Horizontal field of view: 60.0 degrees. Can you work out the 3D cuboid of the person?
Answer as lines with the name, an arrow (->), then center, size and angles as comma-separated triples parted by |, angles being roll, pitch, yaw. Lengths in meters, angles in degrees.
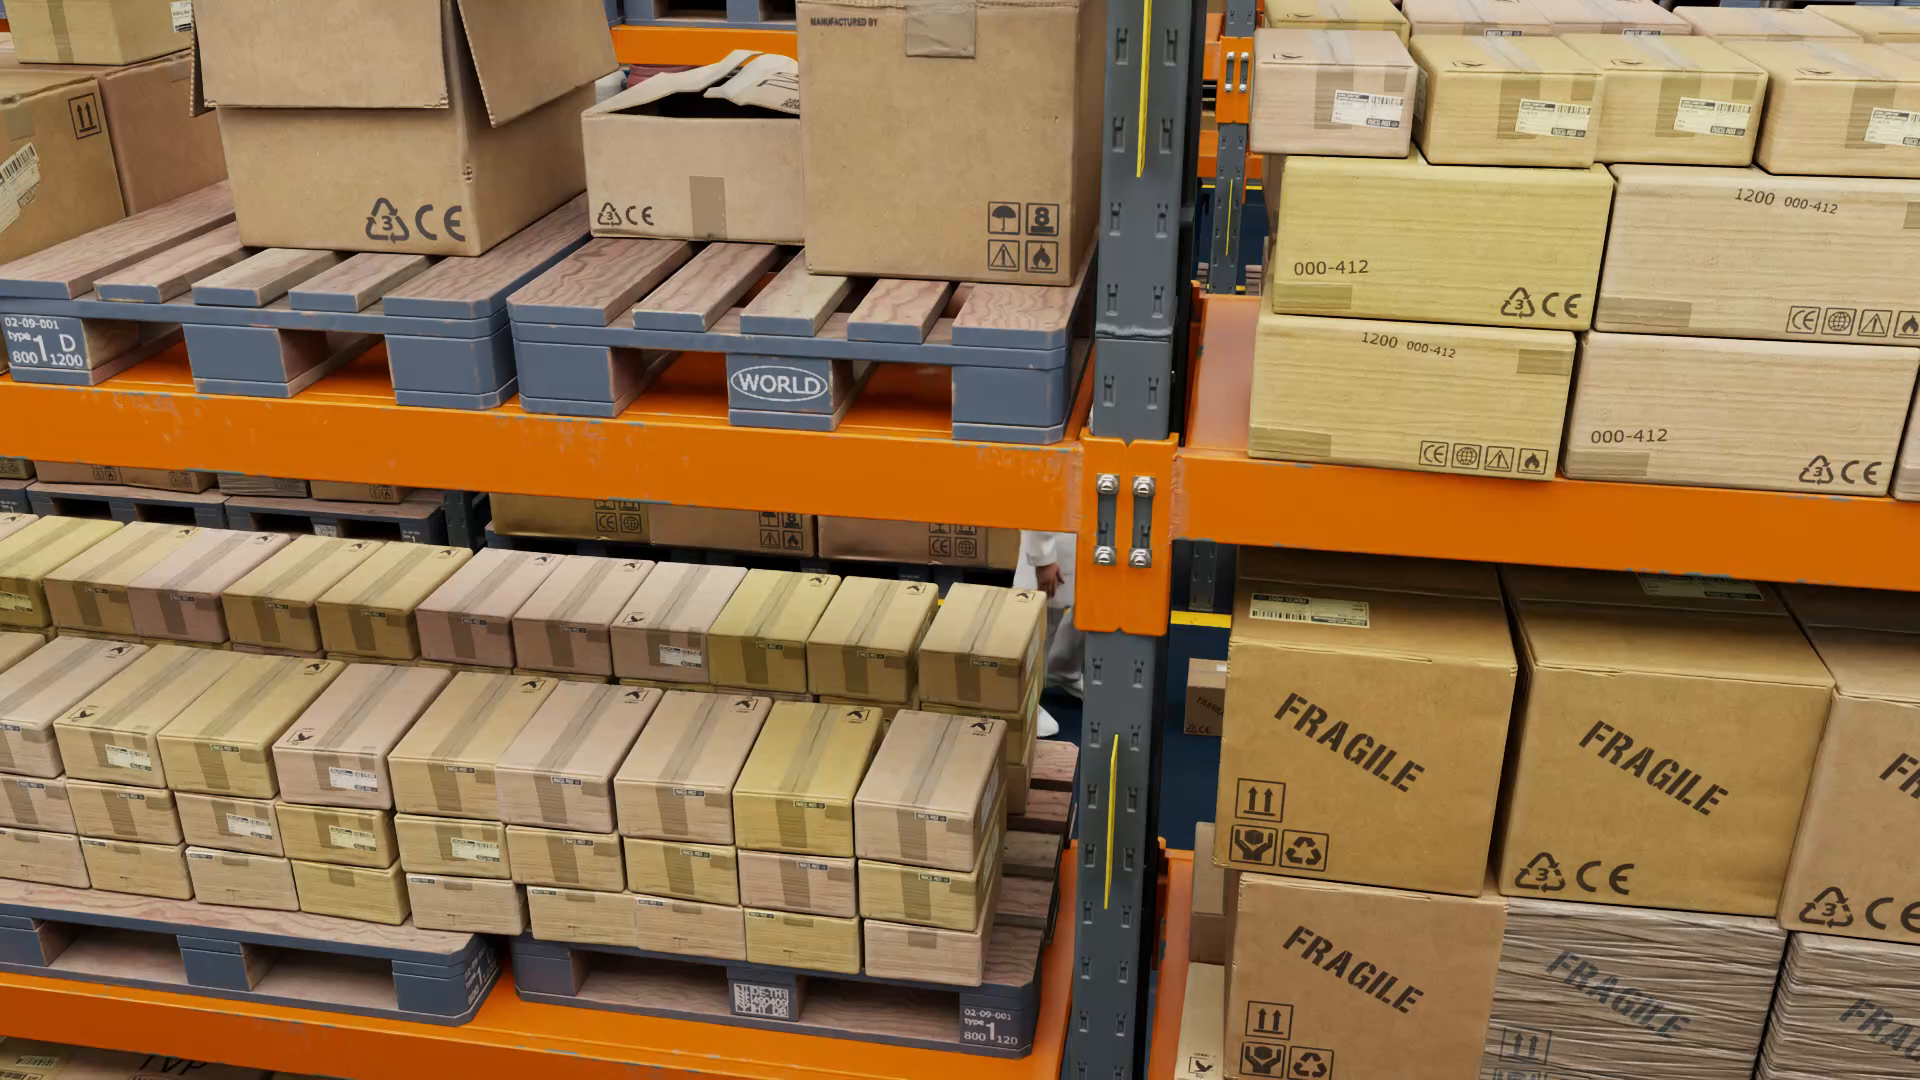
person -> 0.420, -0.016, 7.106 | 0.520, 1.770, 0.628 | 10, 26, 20
